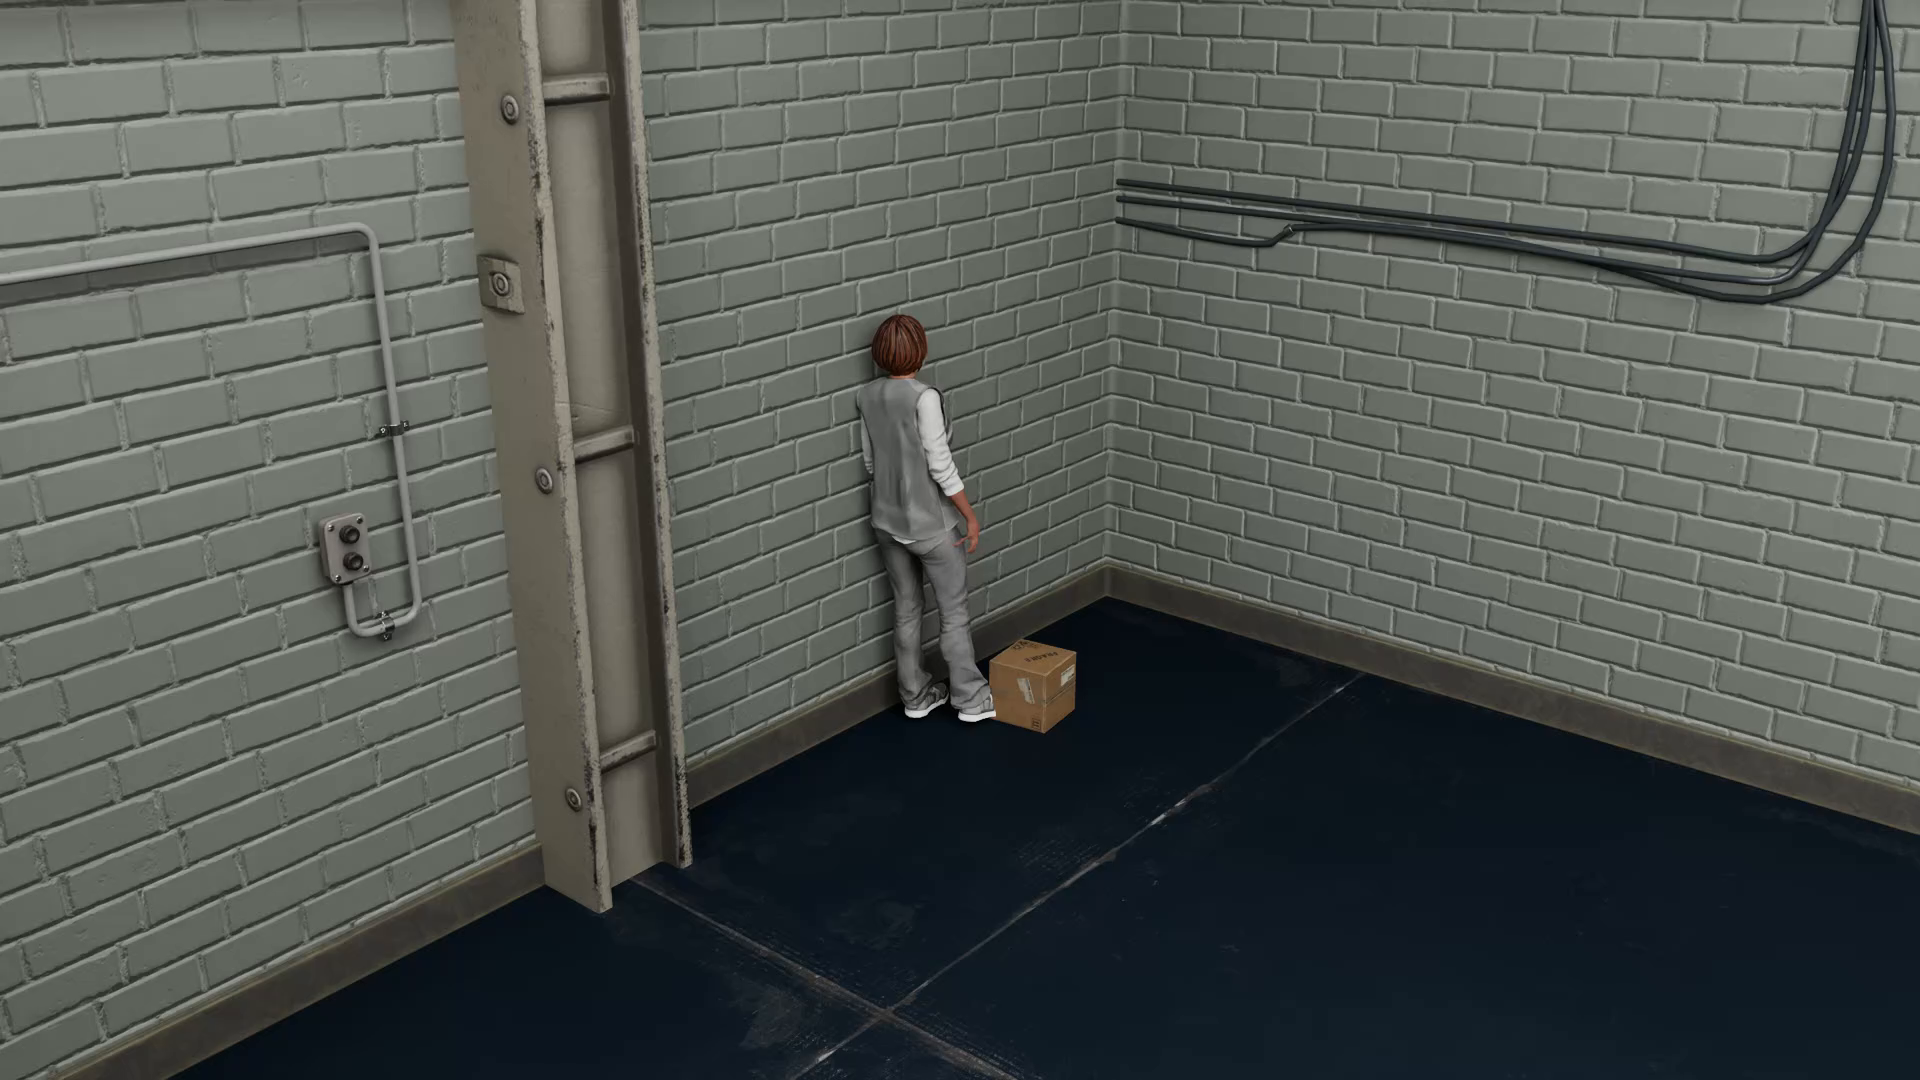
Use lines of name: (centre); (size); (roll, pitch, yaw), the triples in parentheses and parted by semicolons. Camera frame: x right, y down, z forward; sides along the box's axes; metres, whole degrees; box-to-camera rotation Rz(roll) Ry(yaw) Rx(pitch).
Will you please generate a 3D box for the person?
person: (-0.108, -0.078, 6.274); (0.520, 1.597, 0.475); (16, 26, 36)
